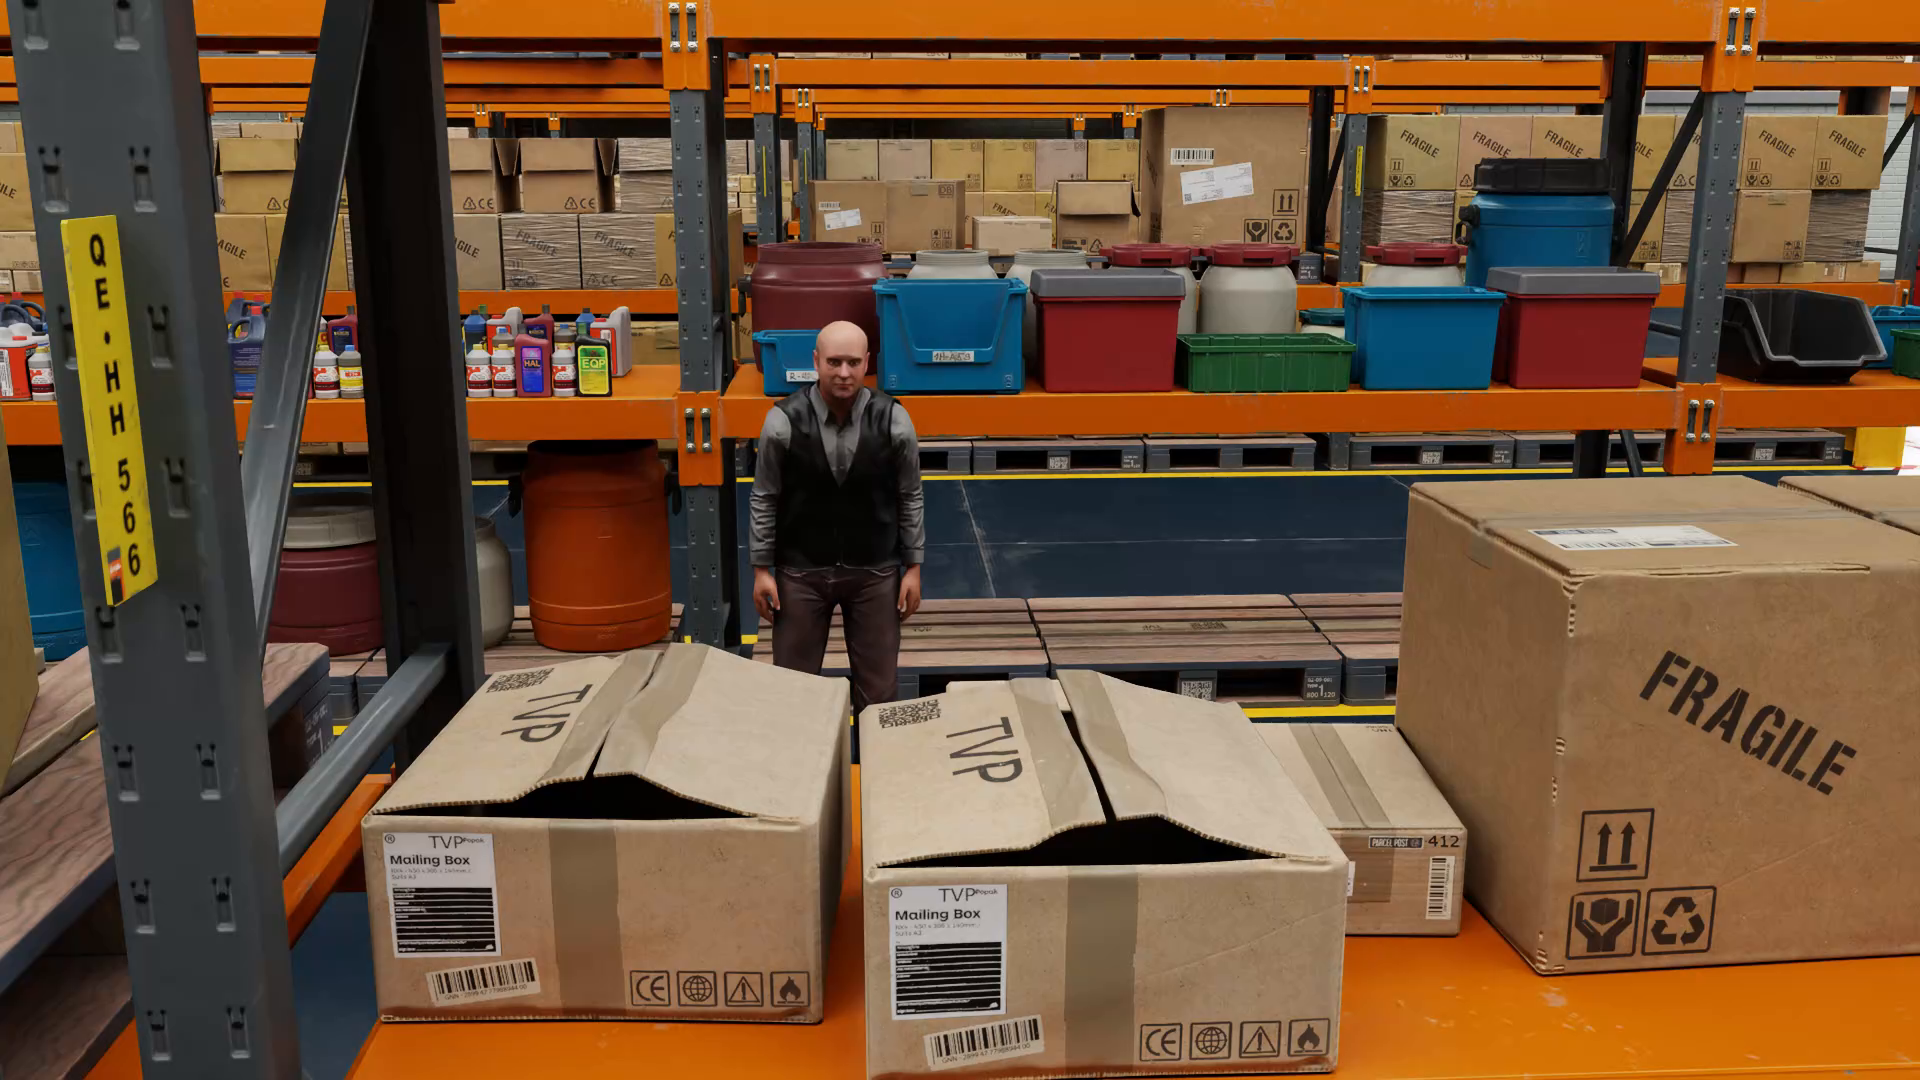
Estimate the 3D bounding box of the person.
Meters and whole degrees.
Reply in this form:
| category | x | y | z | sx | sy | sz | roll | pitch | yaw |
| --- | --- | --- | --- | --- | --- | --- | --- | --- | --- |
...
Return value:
| category | x | y | z | sx | sy | sz | roll | pitch | yaw |
| --- | --- | --- | --- | --- | --- | --- | --- | --- | --- |
| person | -0.403 | 0.129 | 5.507 | 0.579 | 1.719 | 0.420 | -1 | 13 | -6 |
